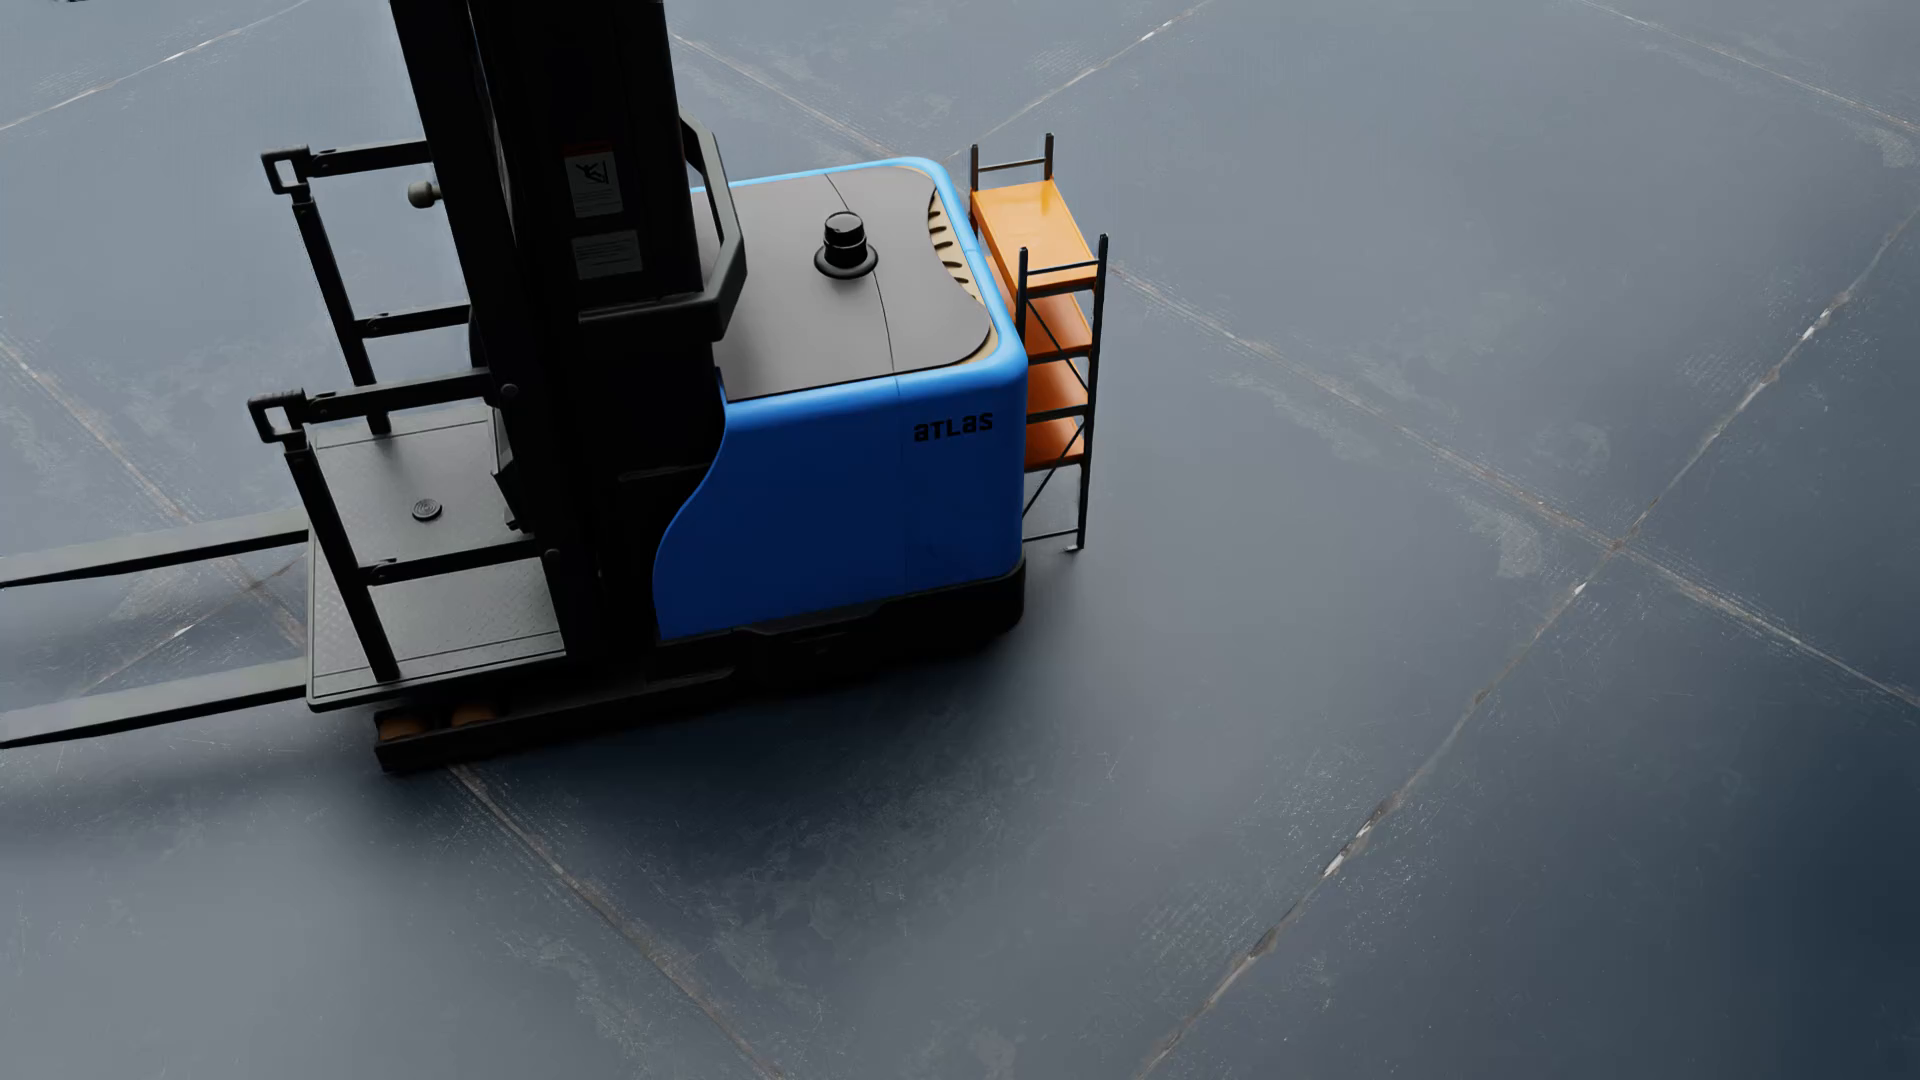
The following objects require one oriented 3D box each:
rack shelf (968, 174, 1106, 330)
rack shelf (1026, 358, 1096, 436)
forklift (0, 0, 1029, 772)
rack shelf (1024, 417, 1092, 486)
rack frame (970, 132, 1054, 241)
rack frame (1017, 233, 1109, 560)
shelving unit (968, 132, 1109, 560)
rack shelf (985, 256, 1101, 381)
[{"bbox_3d":[0.209,-0.807,4.646,0.258,0.148,0.480,-11,48,-10],"label":"rack shelf"},{"bbox_3d":[0.209,-0.492,4.982,0.258,0.148,0.480,-11,48,-10],"label":"rack shelf"},{"bbox_3d":[-1.385,-0.793,3.984,3.031,2.935,1.130,-11,48,-10],"label":"forklift"},{"bbox_3d":[0.209,-0.357,5.126,0.258,0.148,0.480,-11,48,-10],"label":"rack shelf"},{"bbox_3d":[0.146,-0.710,5.094,0.240,1.200,0.015,-11,48,-10],"label":"rack frame"},{"bbox_3d":[0.271,-0.367,4.771,0.240,1.200,0.015,-11,48,-10],"label":"rack frame"},{"bbox_3d":[0.209,-0.539,4.933,0.258,1.200,0.503,-11,48,-10],"label":"shelving unit"},{"bbox_3d":[0.209,-0.646,4.819,0.258,0.148,0.480,-11,48,-10],"label":"rack shelf"}]
